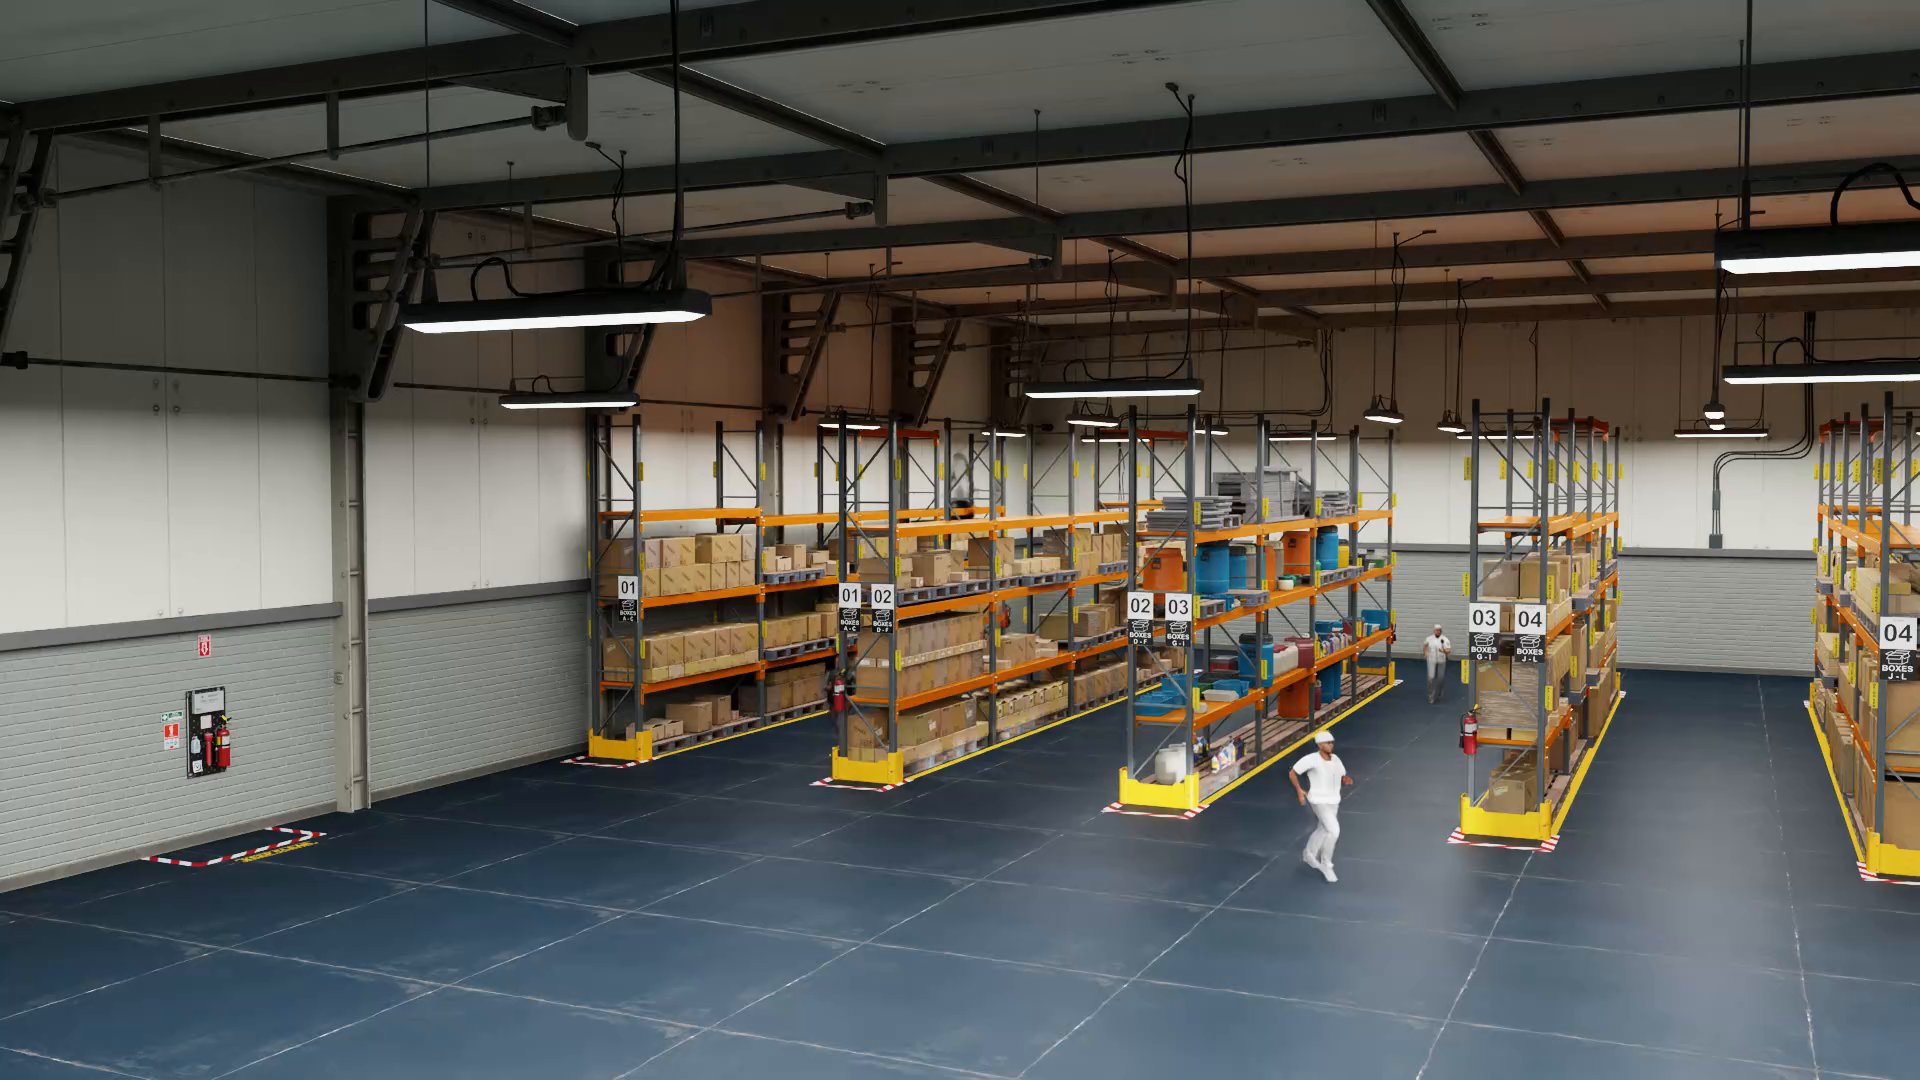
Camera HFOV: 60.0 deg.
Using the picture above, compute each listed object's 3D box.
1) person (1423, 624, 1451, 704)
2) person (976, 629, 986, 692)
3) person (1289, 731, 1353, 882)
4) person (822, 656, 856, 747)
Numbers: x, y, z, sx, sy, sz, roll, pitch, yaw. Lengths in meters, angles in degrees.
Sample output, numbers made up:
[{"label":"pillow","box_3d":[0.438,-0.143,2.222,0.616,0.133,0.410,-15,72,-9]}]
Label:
[{"label":"person","box_3d":[10.349,2.698,36.090,0.581,1.724,0.758,1,2,14]},{"label":"person","box_3d":[0.431,2.702,35.323,0.549,1.671,0.649,1,3,27]},{"label":"person","box_3d":[4.502,3.276,20.543,0.671,1.833,0.770,-2,3,-38]},{"label":"person","box_3d":[-2.118,2.923,29.336,0.635,1.767,0.840,1,3,24]}]
